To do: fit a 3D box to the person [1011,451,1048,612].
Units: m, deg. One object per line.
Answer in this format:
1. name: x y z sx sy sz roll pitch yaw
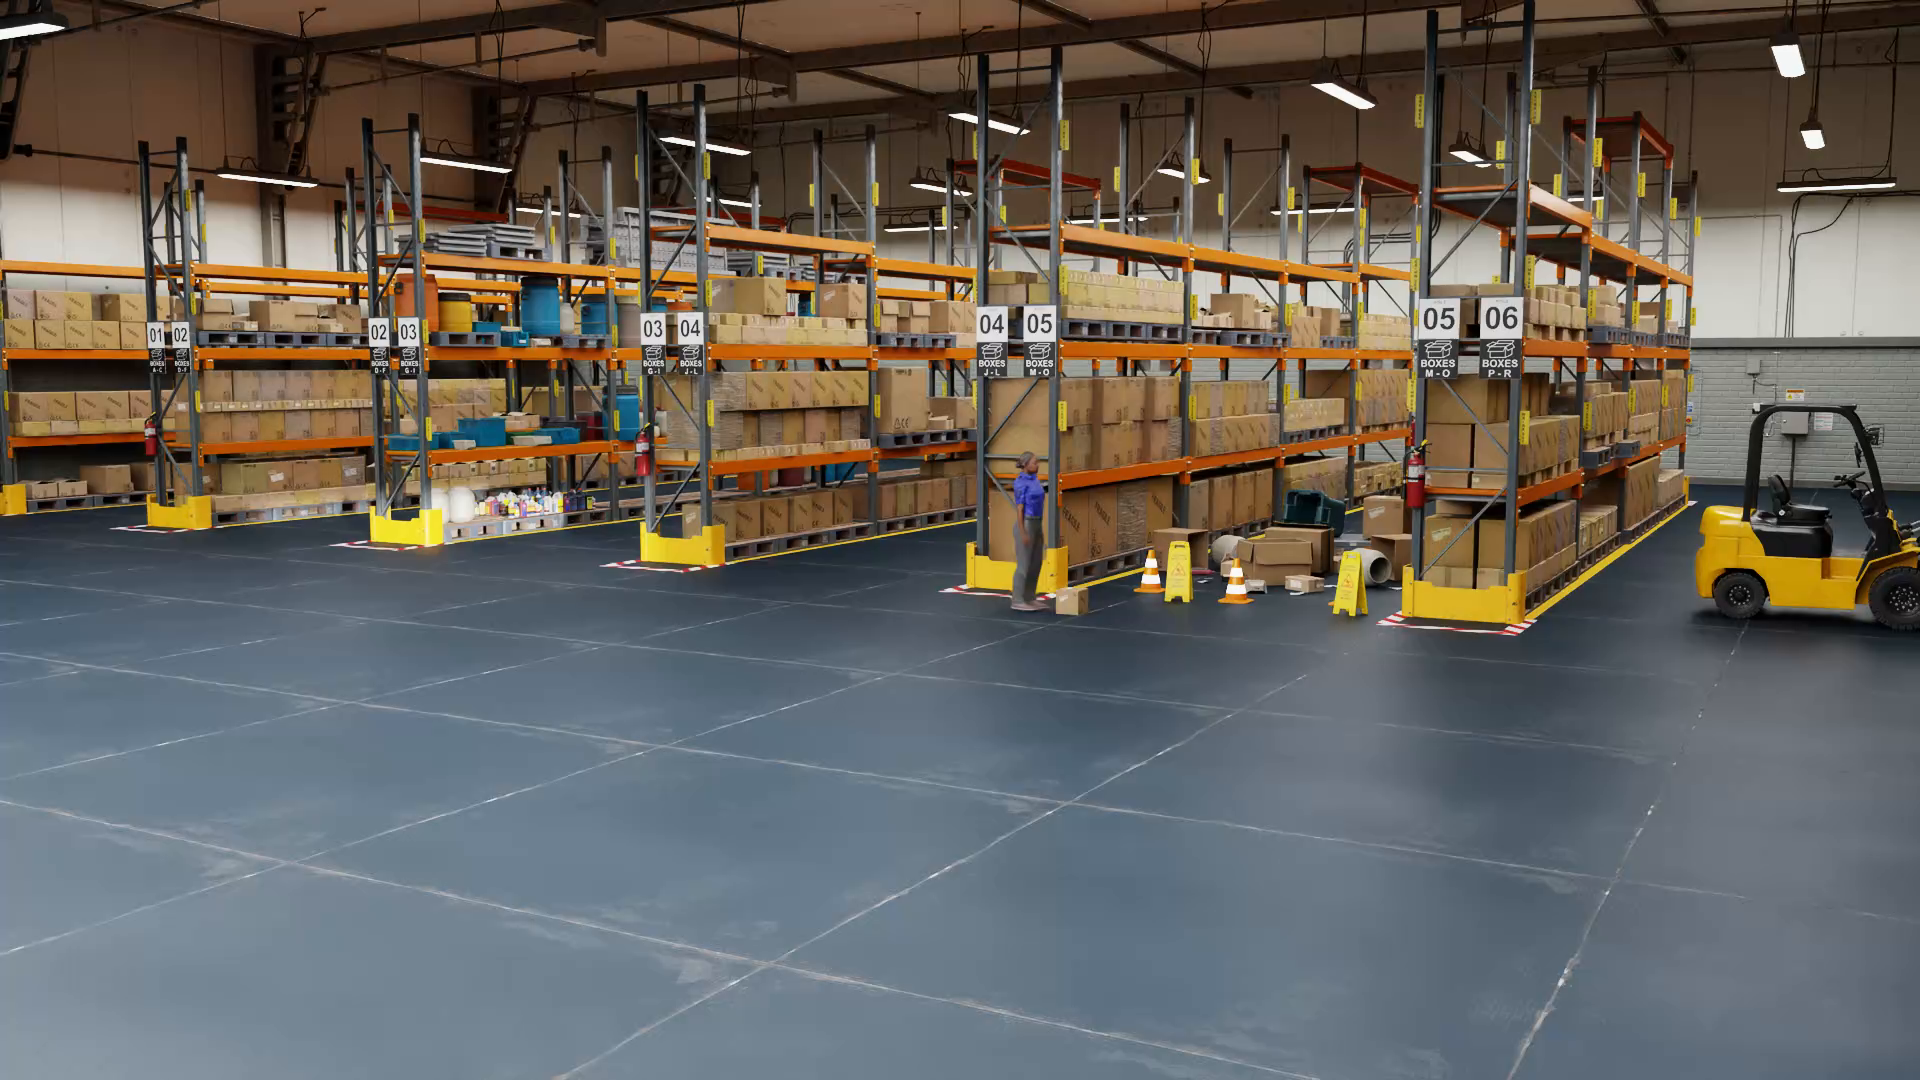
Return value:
1. person: 0.725 -0.095 17.303 0.304 1.657 0.436 4 7 30
